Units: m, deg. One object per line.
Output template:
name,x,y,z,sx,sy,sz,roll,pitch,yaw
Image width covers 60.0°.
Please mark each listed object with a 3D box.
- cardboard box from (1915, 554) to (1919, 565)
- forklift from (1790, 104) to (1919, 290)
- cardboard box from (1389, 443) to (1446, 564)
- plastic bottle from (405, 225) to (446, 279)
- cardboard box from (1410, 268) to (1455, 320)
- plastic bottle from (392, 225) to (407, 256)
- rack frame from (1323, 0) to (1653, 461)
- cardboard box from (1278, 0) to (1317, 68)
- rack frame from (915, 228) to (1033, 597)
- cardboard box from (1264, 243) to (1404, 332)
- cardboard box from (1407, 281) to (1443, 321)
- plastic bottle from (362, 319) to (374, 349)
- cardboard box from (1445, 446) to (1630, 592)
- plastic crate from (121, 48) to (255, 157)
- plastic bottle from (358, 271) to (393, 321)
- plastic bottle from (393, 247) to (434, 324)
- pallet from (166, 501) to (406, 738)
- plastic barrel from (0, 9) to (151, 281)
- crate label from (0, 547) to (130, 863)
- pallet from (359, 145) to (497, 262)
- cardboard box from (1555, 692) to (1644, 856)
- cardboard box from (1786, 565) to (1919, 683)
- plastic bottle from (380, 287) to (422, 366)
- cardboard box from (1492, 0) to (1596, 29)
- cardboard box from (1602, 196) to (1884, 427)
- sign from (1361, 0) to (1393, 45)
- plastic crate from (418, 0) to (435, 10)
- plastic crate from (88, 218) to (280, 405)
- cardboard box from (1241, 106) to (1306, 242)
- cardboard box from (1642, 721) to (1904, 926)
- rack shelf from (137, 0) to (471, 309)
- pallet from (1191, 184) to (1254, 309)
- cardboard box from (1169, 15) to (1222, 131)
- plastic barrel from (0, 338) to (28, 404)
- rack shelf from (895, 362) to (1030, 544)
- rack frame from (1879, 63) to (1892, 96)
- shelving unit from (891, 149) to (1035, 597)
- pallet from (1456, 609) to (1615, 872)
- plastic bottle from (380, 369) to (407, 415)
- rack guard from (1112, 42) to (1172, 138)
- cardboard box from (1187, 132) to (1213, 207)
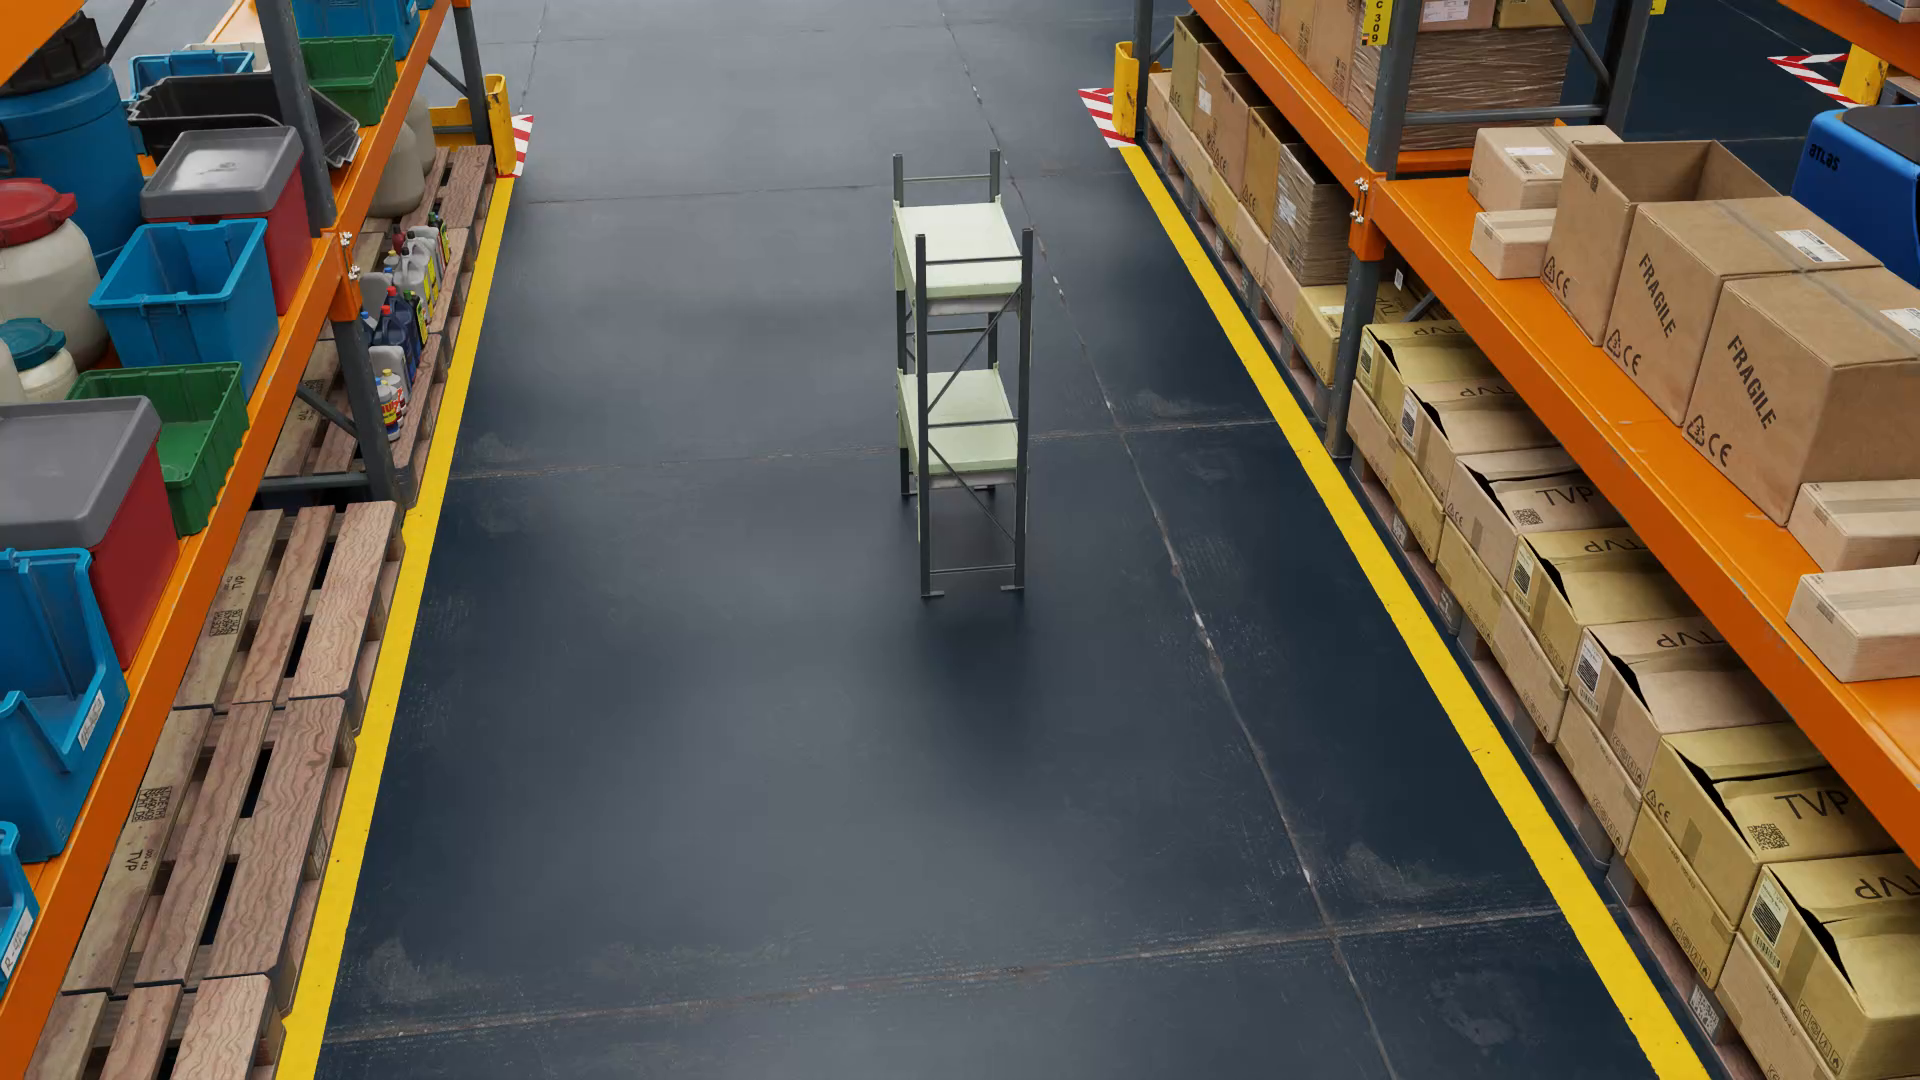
cardboard box,2.722,0.098,4.022,0.500,0.311,0.500,-5,35,-7
forklift,4.763,-1.576,6.460,1.130,2.935,3.031,-6,35,-9
cardboard box,1.989,-0.166,6.398,0.500,0.250,0.500,-4,34,-5
plastic bottle,-2.646,-1.439,8.225,0.152,0.276,0.135,-4,34,-6
cardboard box,2.360,-1.287,7.378,0.500,0.500,0.500,-4,35,-6
plastic bottle,-2.752,-1.433,8.211,0.061,0.283,0.133,-4,35,-6
rack frame,2.113,-1.658,6.519,1.000,3.000,0.127,-4,35,-6
cardboard box,1.906,-2.520,7.696,0.700,0.500,0.500,-4,34,-6
rack frame,0.048,-0.419,6.033,0.400,1.500,0.023,-4,35,-6
cardboard box,1.776,-1.217,7.941,0.500,0.250,0.500,-4,35,-6
cardboard box,2.351,-0.977,7.588,0.500,0.250,0.500,-4,35,-6
plastic bottle,-2.637,-0.843,7.285,0.144,0.351,0.185,-4,35,-6
cardboard box,2.054,-0.109,5.817,0.500,0.311,0.500,-5,35,-8
plastic crate,-3.214,-1.820,6.889,0.499,0.251,0.616,-4,35,-6
plastic bottle,-2.720,-1.140,7.787,0.152,0.276,0.135,-4,35,-6
plastic bottle,-2.576,-1.196,7.803,0.144,0.351,0.185,-5,35,-7
pallet,-2.652,0.303,6.118,1.003,0.211,1.213,-4,35,-6
plastic barrel,-3.045,-1.253,5.480,0.600,0.901,0.708,-4,35,-6
crate label,-2.124,0.358,3.530,0.502,0.435,0.616,-4,35,-6
pallet,-3.173,-1.872,9.309,1.003,0.211,1.213,-4,35,-6
cardboard box,2.201,0.694,5.137,0.500,0.250,0.500,-4,34,-5
cardboard box,2.256,0.197,4.020,0.380,0.149,0.250,-4,35,-6
plastic bottle,-2.519,-0.959,7.455,0.144,0.351,0.185,-6,35,-8
cardboard box,2.268,-2.132,6.550,0.380,0.149,0.250,-4,35,-6
cardboard box,2.338,-0.696,5.018,0.500,0.500,0.500,-4,35,-6
sign,1.563,-2.005,6.190,0.100,0.325,0.005,-4,35,-6
plastic crate,-2.889,-2.836,8.380,0.499,0.251,0.408,-4,35,-6
plastic crate,-2.340,-0.686,5.107,0.392,0.384,0.575,-4,35,-6
cardboard box,1.707,-1.806,8.139,0.500,0.500,0.500,-4,35,-6
cardboard box,2.260,0.742,4.568,0.500,0.311,0.500,-5,35,-7
rack shelf,-3.065,-2.103,7.812,1.077,0.370,4.000,-4,35,-6
pallet,1.880,-1.635,8.961,1.003,0.211,1.213,-4,35,-6
cardboard box,1.495,-2.642,9.366,0.500,0.500,0.500,-4,35,-6
plastic barrel,-2.786,-0.381,4.525,0.433,0.535,0.433,0,34,0
rack shelf,-0.001,-0.354,6.517,0.431,0.370,0.720,-4,35,-6
rack frame,6.483,-4.267,10.348,1.000,3.000,0.127,-4,35,-6
shelving unit,-0.001,-0.623,6.333,0.431,1.500,0.755,-4,35,-6
pallet,2.418,0.585,5.704,1.003,0.211,1.213,-4,35,-6
plastic bottle,-2.432,-0.635,7.112,0.097,0.201,0.097,0,34,0
rack guard,1.571,-2.870,10.518,1.175,0.500,0.348,-4,35,-6
cardboard box,1.564,-2.053,9.168,0.500,0.250,0.500,-4,35,-6
